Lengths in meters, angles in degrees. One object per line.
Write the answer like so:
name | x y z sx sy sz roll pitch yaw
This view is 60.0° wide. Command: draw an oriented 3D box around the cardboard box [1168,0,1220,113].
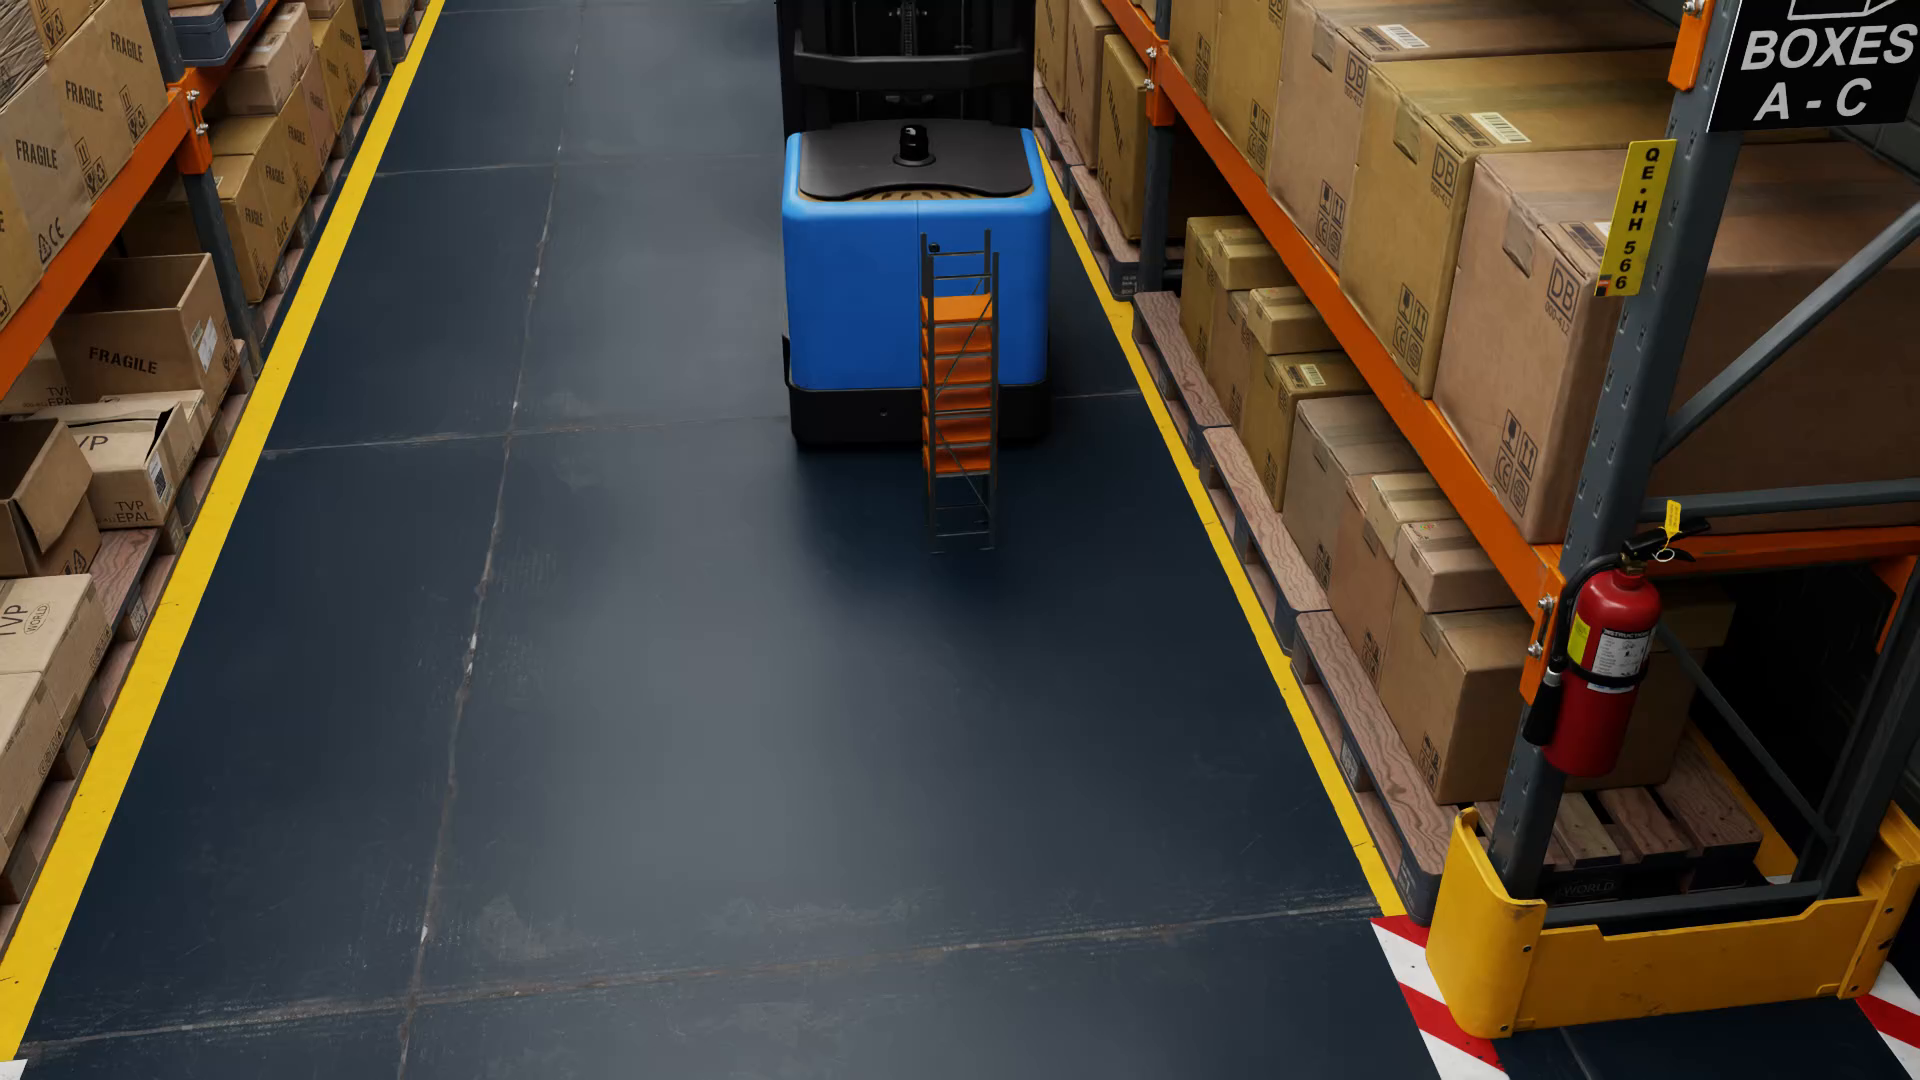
cardboard box | 1.388 -2.138 6.457 0.980 0.700 0.700 -4 34 -6

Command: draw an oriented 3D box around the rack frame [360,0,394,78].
rack frame | -4.115 -4.173 9.709 1.000 3.000 0.127 -4 35 -6

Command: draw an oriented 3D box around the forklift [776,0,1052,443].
forklift | -0.241 -2.404 7.175 1.130 2.935 3.031 -2 34 -3

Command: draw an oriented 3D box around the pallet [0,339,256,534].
pallet | -3.485 -0.405 6.657 1.003 0.211 1.213 -4 35 -6

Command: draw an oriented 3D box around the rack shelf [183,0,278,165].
rack shelf | -3.846 -2.759 8.274 1.077 0.370 4.000 -4 35 -6

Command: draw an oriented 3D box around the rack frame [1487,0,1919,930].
rack frame | 1.869 -0.086 3.712 1.000 3.000 0.127 -4 35 -6

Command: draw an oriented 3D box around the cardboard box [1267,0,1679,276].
cardboard box | 1.588 -1.325 5.264 0.980 0.700 0.700 -6 35 -9

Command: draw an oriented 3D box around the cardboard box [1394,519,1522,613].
cardboard box | 1.478 0.065 4.762 0.380 0.149 0.250 -5 35 -7

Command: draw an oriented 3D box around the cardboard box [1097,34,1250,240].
cardboard box | 1.115 -1.956 7.993 0.750 0.750 0.750 -4 34 -6

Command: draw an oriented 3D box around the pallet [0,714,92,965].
pallet | -3.157 0.957 4.659 1.003 0.211 1.213 -4 35 -6

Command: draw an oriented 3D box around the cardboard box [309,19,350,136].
cardboard box | -3.687 -2.529 9.126 0.500 0.500 0.500 -6 35 -8

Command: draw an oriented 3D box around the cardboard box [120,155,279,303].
cardboard box | -3.400 -1.378 7.437 0.500 0.500 0.500 -6 35 -9

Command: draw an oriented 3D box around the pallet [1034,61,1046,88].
pallet | 0.825 -2.952 10.394 1.003 0.211 1.213 -4 35 -6

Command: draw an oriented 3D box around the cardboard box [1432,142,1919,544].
cardboard box | 1.791 -0.494 4.044 0.980 0.700 0.700 -3 34 -4

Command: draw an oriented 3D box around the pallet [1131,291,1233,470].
pallet | 1.356 -0.735 7.142 1.003 0.211 1.213 -4 35 -6

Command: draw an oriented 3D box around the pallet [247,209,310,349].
pallet | -3.724 -1.239 7.881 1.003 0.211 1.213 -4 35 -6

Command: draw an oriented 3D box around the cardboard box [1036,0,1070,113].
cardboard box | 0.874 -2.926 9.415 0.750 0.750 0.750 -5 35 -7

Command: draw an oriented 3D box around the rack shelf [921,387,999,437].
rack shelf | -0.002 -0.467 5.949 0.258 0.103 0.180 -4 35 -6

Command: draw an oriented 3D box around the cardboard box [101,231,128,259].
cardboard box | -3.927 -1.343 7.386 0.500 0.500 0.500 -5 35 -7

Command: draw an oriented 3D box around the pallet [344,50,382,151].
pallet | -4.052 -2.601 9.879 1.003 0.211 1.213 -4 35 -6

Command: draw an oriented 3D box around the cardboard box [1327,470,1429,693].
cardboard box | 1.609 0.111 5.270 0.700 0.500 0.500 -4 35 -7

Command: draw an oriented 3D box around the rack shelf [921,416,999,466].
rack shelf | -0.002 -0.368 6.017 0.258 0.103 0.180 -4 35 -6

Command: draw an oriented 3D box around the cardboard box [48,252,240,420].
cardboard box | -3.219 -0.793 6.579 0.500 0.500 0.500 -4 35 -6

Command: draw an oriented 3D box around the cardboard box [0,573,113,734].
cardboard box | -2.965 0.363 5.105 0.500 0.250 0.500 -4 35 -6

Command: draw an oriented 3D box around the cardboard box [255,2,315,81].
cardboard box | -3.603 -2.526 8.456 0.500 0.250 0.500 -5 35 -7

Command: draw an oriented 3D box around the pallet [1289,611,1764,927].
pallet | 1.684 0.626 5.144 1.003 0.211 1.213 -4 35 -6

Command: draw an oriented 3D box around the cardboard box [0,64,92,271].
cardboard box | -3.113 -1.148 5.183 0.500 0.500 0.500 -4 34 -5

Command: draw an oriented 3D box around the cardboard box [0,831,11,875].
cardboard box | -2.788 0.881 4.418 0.380 0.166 0.250 -4 35 -6

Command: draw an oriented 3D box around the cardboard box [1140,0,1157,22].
cardboard box | 1.005 -2.390 7.298 0.380 0.149 0.250 -4 34 -6

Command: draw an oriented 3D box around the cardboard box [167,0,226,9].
cardboard box | -3.419 -2.437 6.700 0.700 0.500 0.500 -16 37 -22

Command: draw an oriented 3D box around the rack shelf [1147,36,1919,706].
rack shelf | 1.600 -0.905 5.552 1.077 0.370 4.000 -4 35 -6

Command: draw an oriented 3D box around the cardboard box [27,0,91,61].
cardboard box | -3.181 -1.847 5.320 0.500 0.500 0.500 -5 35 -7

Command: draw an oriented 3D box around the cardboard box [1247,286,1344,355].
cardboard box | 1.266 -0.805 6.039 0.380 0.149 0.250 -5 35 -8

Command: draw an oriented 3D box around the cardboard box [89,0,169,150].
cardboard box | -3.255 -1.722 6.025 0.500 0.500 0.500 -4 34 -6

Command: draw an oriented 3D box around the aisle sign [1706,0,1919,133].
aisle sign | 1.582 -1.097 2.888 0.394 0.787 0.004 -4 35 -6

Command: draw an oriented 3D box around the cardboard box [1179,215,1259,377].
cardboard box | 1.330 -1.033 6.950 0.700 0.500 0.500 -4 34 -6

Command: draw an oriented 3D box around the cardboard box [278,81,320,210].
cardboard box | -3.543 -1.954 8.283 0.500 0.500 0.500 -4 34 -6

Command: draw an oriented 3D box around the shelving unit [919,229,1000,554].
shelving unit | -0.002 -0.504 5.924 0.258 1.200 0.189 -4 35 -6

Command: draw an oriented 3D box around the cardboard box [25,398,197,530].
cardboard box | -3.118 -0.296 6.018 0.500 0.311 0.500 -4 35 -6

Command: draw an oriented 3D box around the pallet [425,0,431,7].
pallet | -4.348 -4.162 12.170 1.003 0.211 1.213 -4 35 -6

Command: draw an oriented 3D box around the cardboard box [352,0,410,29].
cardboard box | -3.894 -3.525 10.827 0.500 0.250 0.500 -4 35 -7

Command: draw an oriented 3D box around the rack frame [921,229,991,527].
rack frame | -0.014 -0.555 5.999 0.240 1.200 0.006 -4 35 -6

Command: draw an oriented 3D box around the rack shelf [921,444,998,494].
rack shelf | -0.002 -0.269 6.084 0.258 0.103 0.180 -4 35 -6

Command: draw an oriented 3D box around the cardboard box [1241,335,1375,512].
cardboard box | 1.461 -0.466 6.117 0.700 0.500 0.500 -4 34 -5

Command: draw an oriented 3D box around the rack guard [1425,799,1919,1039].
rack guard | 1.873 0.961 4.396 1.175 0.500 0.348 -4 35 -6
